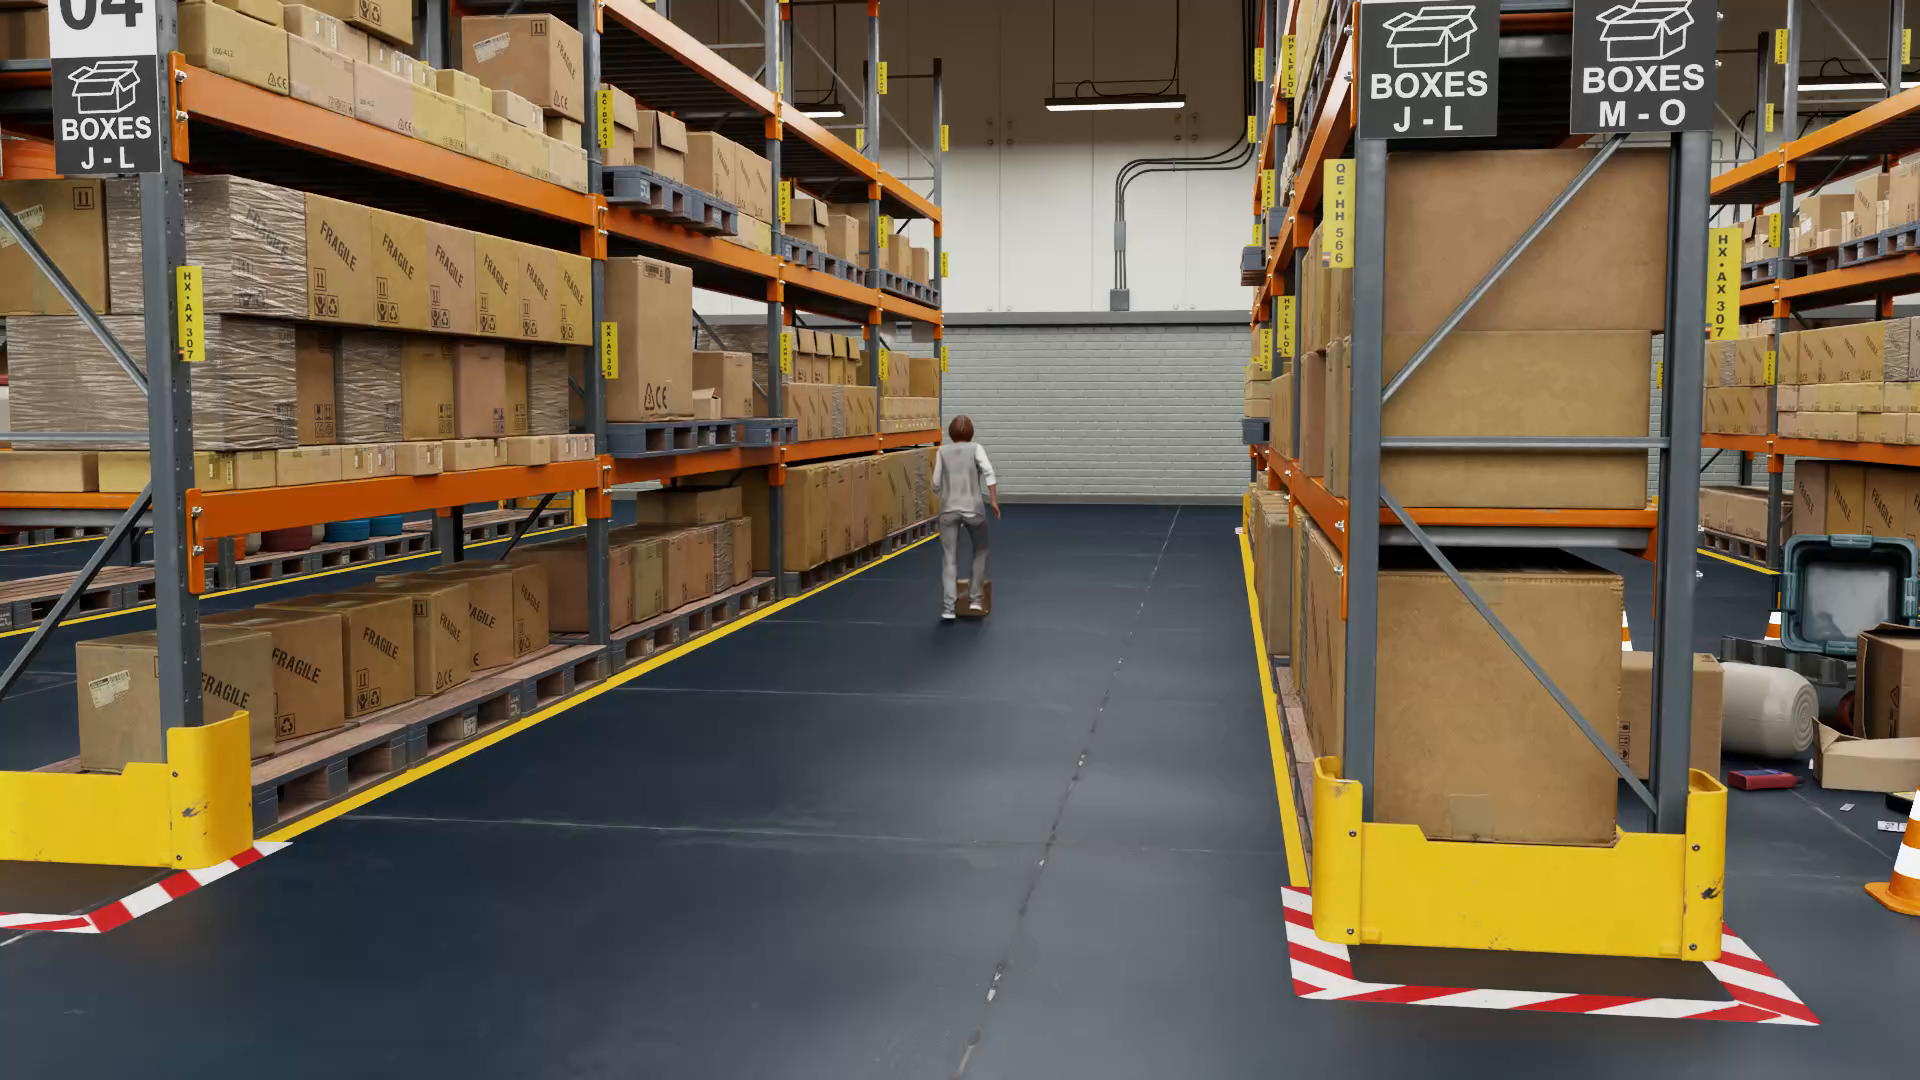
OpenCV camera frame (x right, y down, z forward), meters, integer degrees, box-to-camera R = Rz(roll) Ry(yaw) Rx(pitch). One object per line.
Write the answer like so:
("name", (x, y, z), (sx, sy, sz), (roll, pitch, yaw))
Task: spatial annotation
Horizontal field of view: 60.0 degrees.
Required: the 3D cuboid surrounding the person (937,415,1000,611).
("person", (0.049, -0.224, 12.601), (0.522, 1.446, 0.782), (0, 5, 3))
